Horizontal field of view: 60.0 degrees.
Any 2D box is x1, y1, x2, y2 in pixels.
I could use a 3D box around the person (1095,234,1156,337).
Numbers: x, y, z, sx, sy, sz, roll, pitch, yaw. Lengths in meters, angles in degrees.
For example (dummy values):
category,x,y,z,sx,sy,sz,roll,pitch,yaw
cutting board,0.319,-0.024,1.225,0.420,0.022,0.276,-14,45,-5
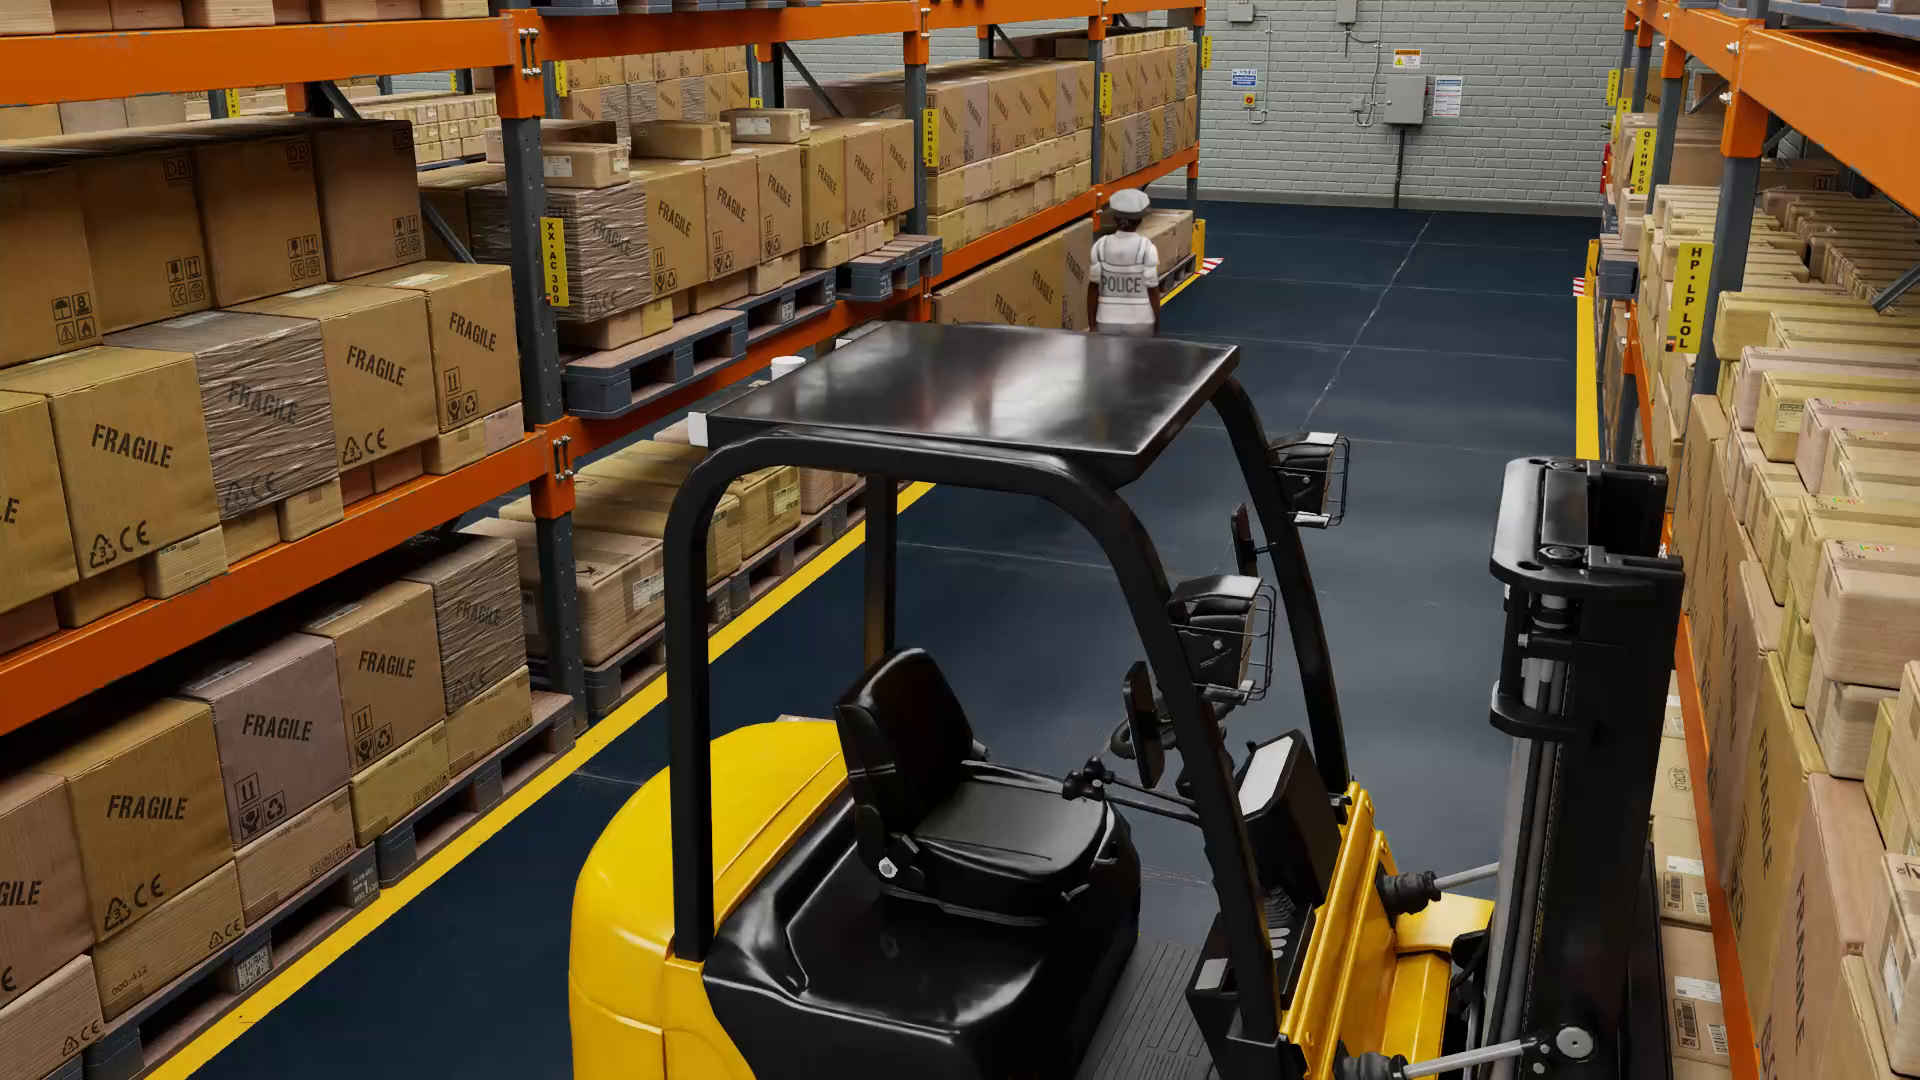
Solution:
category,x,y,z,sx,sy,sz,roll,pitch,yaw
person,1.039,-1.250,10.420,0.406,1.347,0.418,7,20,20
